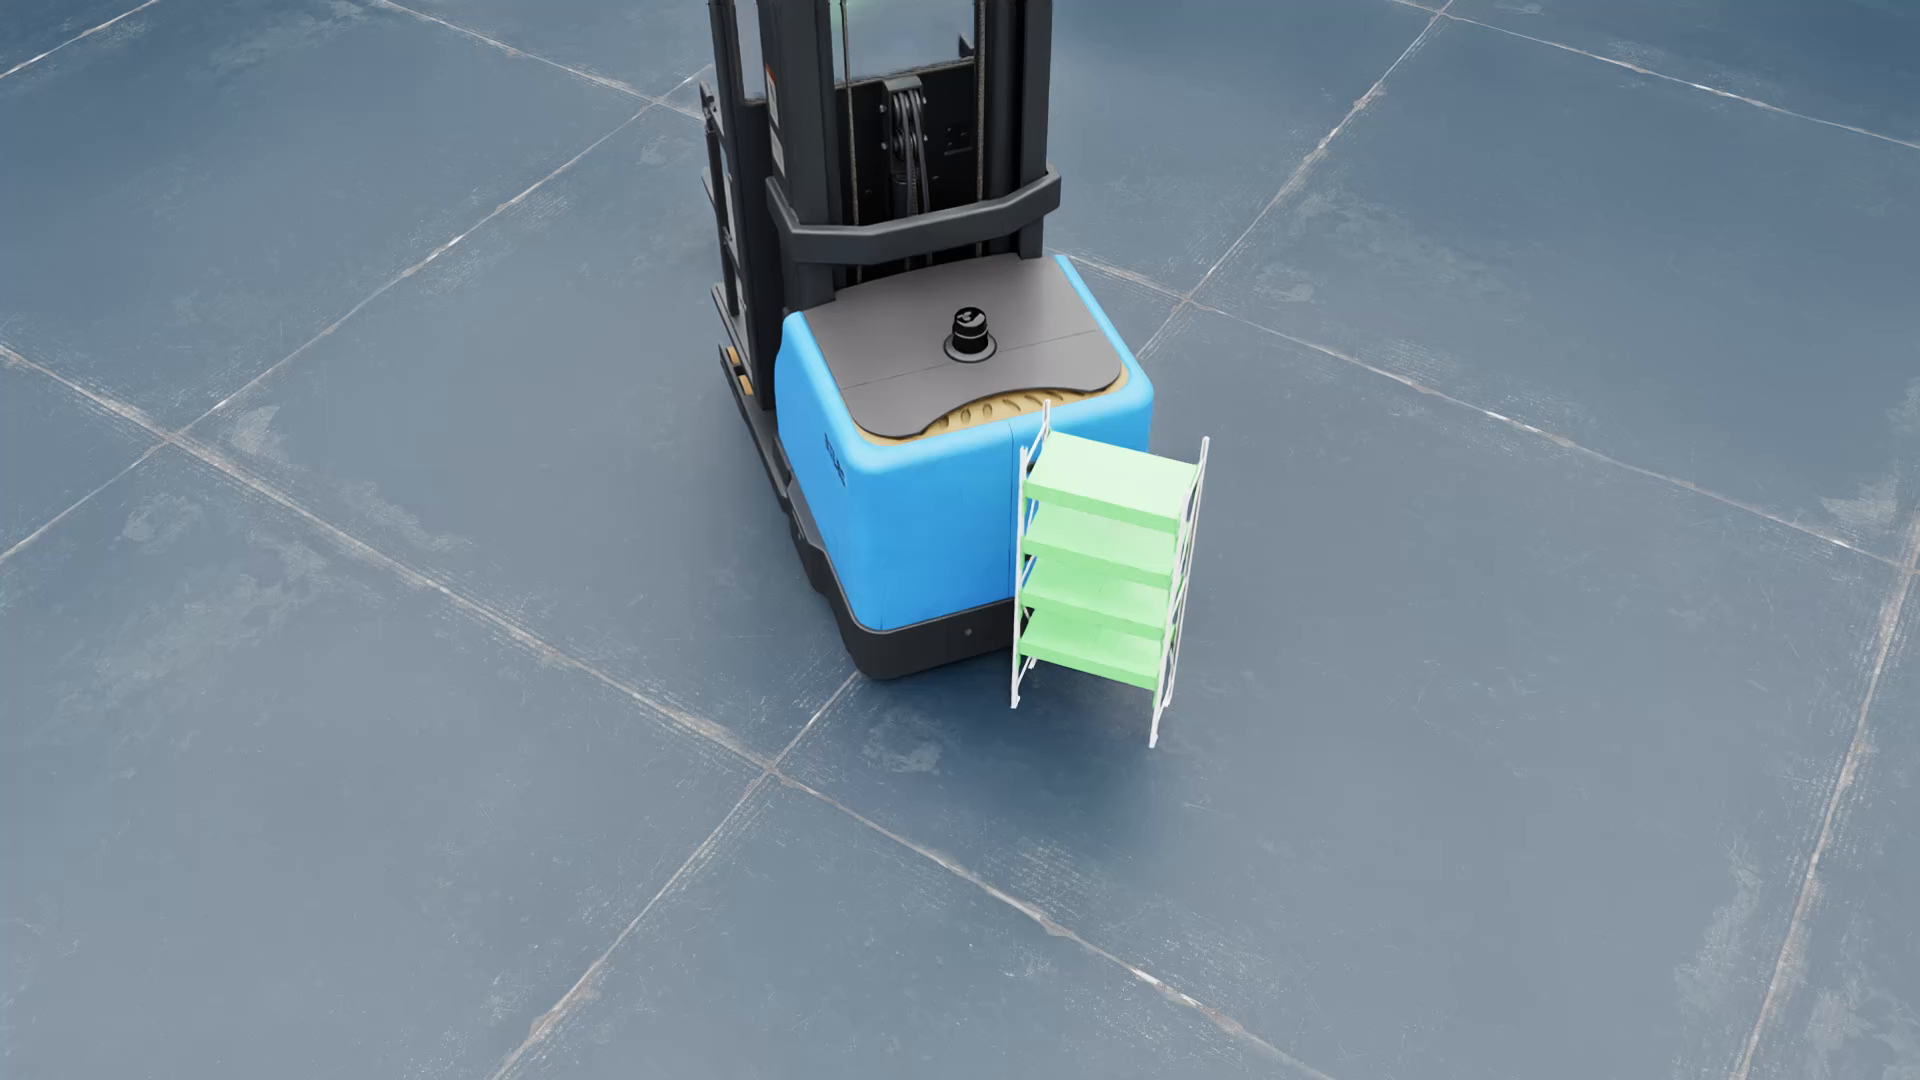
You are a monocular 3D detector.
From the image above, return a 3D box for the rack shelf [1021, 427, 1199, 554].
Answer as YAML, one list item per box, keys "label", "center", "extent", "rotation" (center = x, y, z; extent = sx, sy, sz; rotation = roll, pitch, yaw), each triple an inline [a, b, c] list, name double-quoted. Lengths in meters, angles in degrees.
- label: "rack shelf"
  center: [0.453, -0.152, 4.981]
  extent: [0.480, 0.148, 0.258]
  rotation: [15, 48, 14]

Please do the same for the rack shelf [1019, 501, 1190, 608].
- label: "rack shelf"
  center: [0.453, 0.015, 5.153]
  extent: [0.480, 0.148, 0.258]
  rotation: [15, 48, 14]

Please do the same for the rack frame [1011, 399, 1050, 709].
- label: "rack frame"
  center: [0.223, 0.078, 5.338]
  extent: [0.015, 1.200, 0.240]
  rotation: [15, 48, 14]

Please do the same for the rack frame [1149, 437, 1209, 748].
- label: "rack frame"
  center: [0.682, 0.198, 5.221]
  extent: [0.015, 1.200, 0.240]
  rotation: [15, 48, 14]

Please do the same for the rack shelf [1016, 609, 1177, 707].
- label: "rack shelf"
  center: [0.453, 0.350, 5.497]
  extent: [0.480, 0.148, 0.258]
  rotation: [15, 48, 14]

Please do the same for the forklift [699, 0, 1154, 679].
- label: "forklift"
  center: [-0.346, -1.622, 5.782]
  extent: [1.130, 2.935, 3.031]
  rotation: [-15, 48, -14]

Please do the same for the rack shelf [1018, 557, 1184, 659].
- label: "rack shelf"
  center: [0.453, 0.182, 5.325]
  extent: [0.480, 0.148, 0.258]
  rotation: [15, 48, 14]

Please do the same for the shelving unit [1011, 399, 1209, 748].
- label: "shelving unit"
  center: [0.453, 0.138, 5.279]
  extent: [0.503, 1.200, 0.258]
  rotation: [15, 48, 14]
